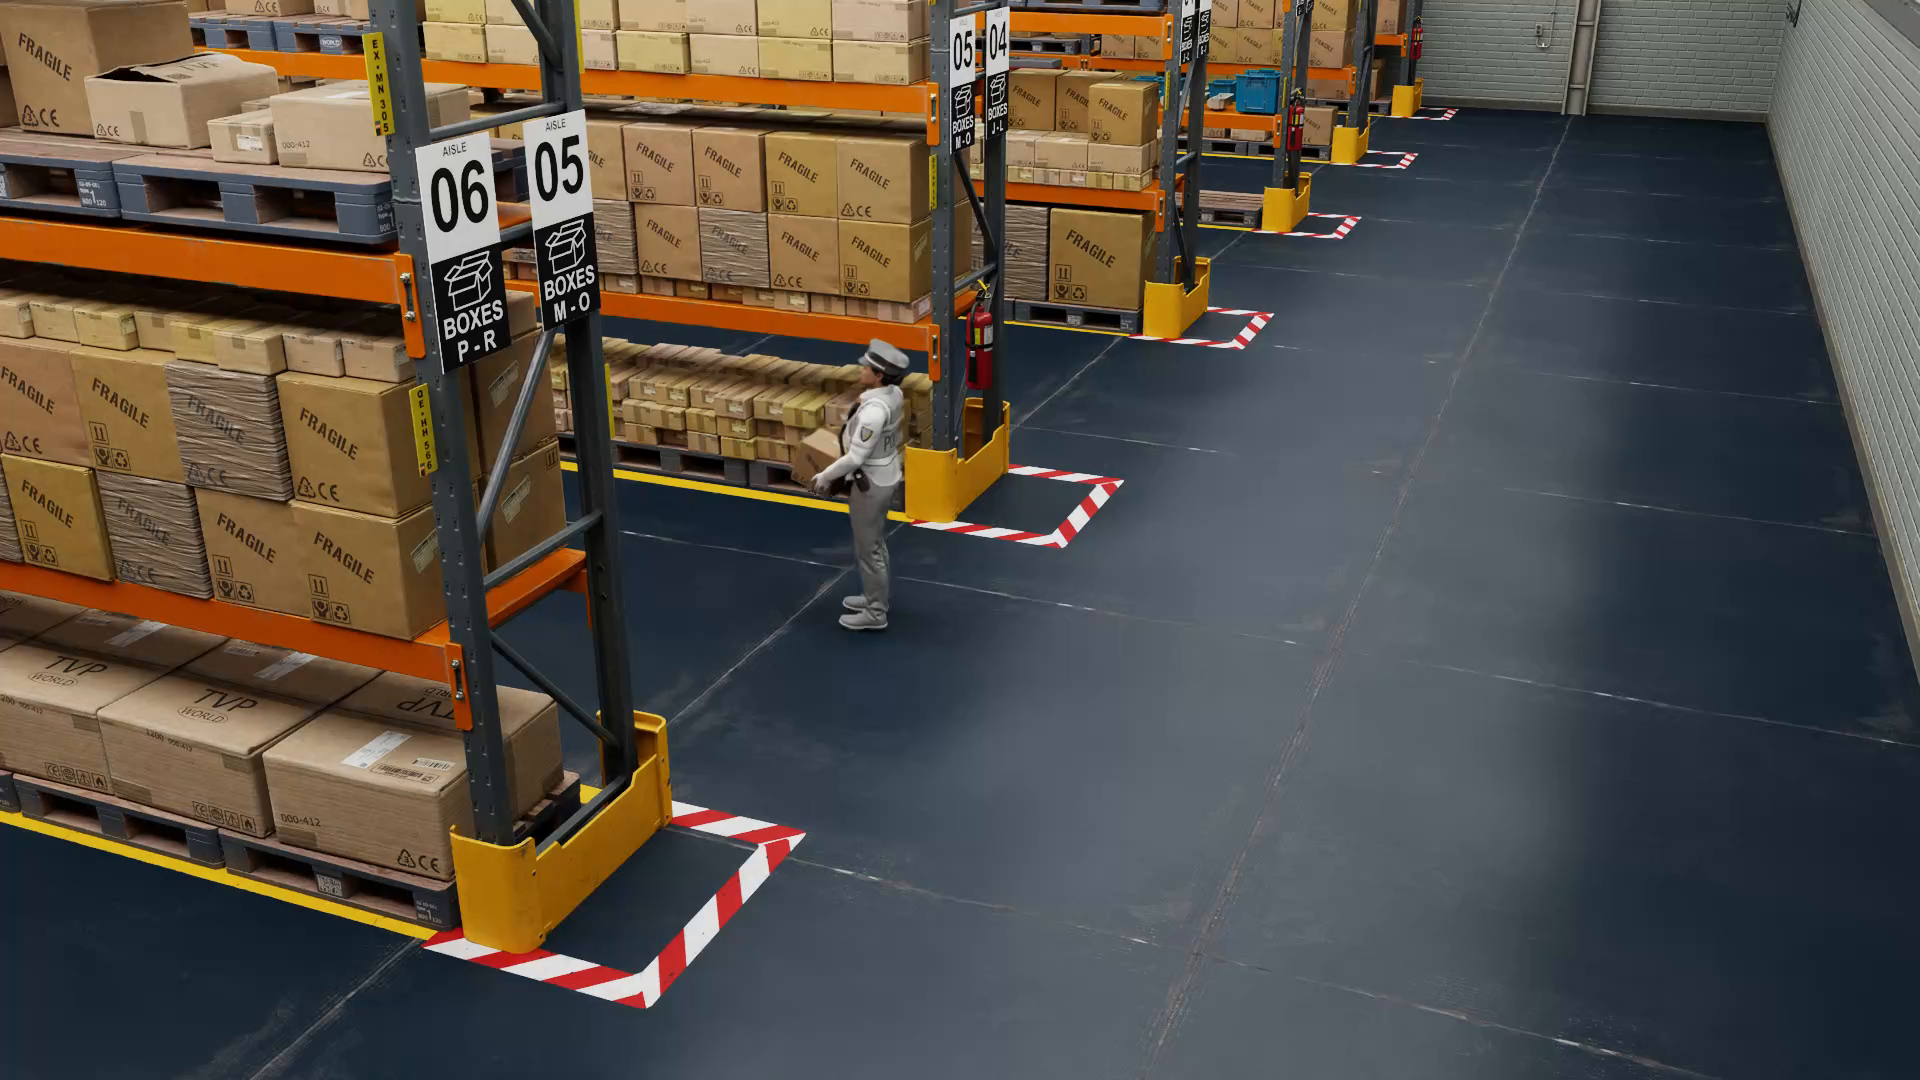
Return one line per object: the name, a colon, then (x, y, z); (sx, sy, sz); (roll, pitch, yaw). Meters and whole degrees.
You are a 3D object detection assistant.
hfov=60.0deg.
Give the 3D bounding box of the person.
person: (-0.540, -0.311, 9.294); (0.543, 1.700, 0.494); (4, 23, 10)
